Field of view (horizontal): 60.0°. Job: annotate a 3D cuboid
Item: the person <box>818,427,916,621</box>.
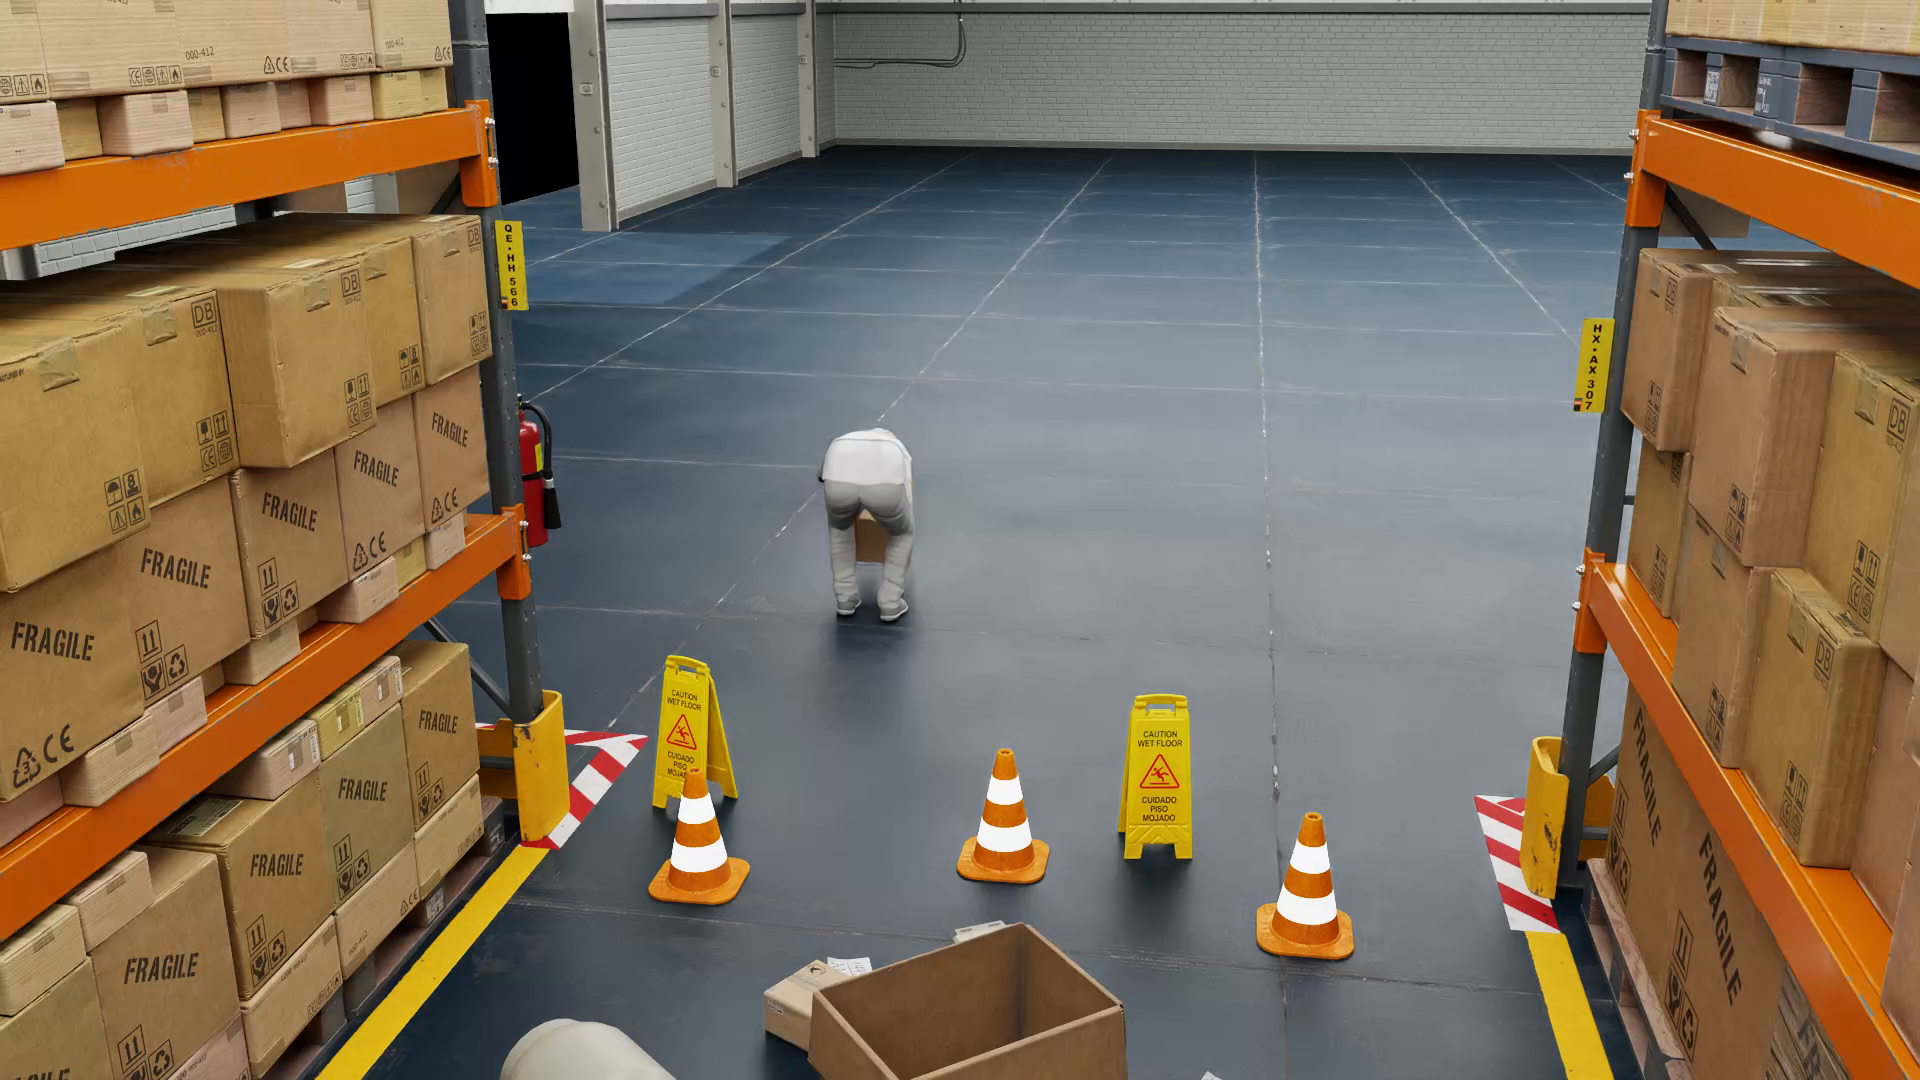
[{"bbox_3d":[-0.469,-0.137,9.030,0.484,1.014,0.949,2,18,6],"label":"person"}]
